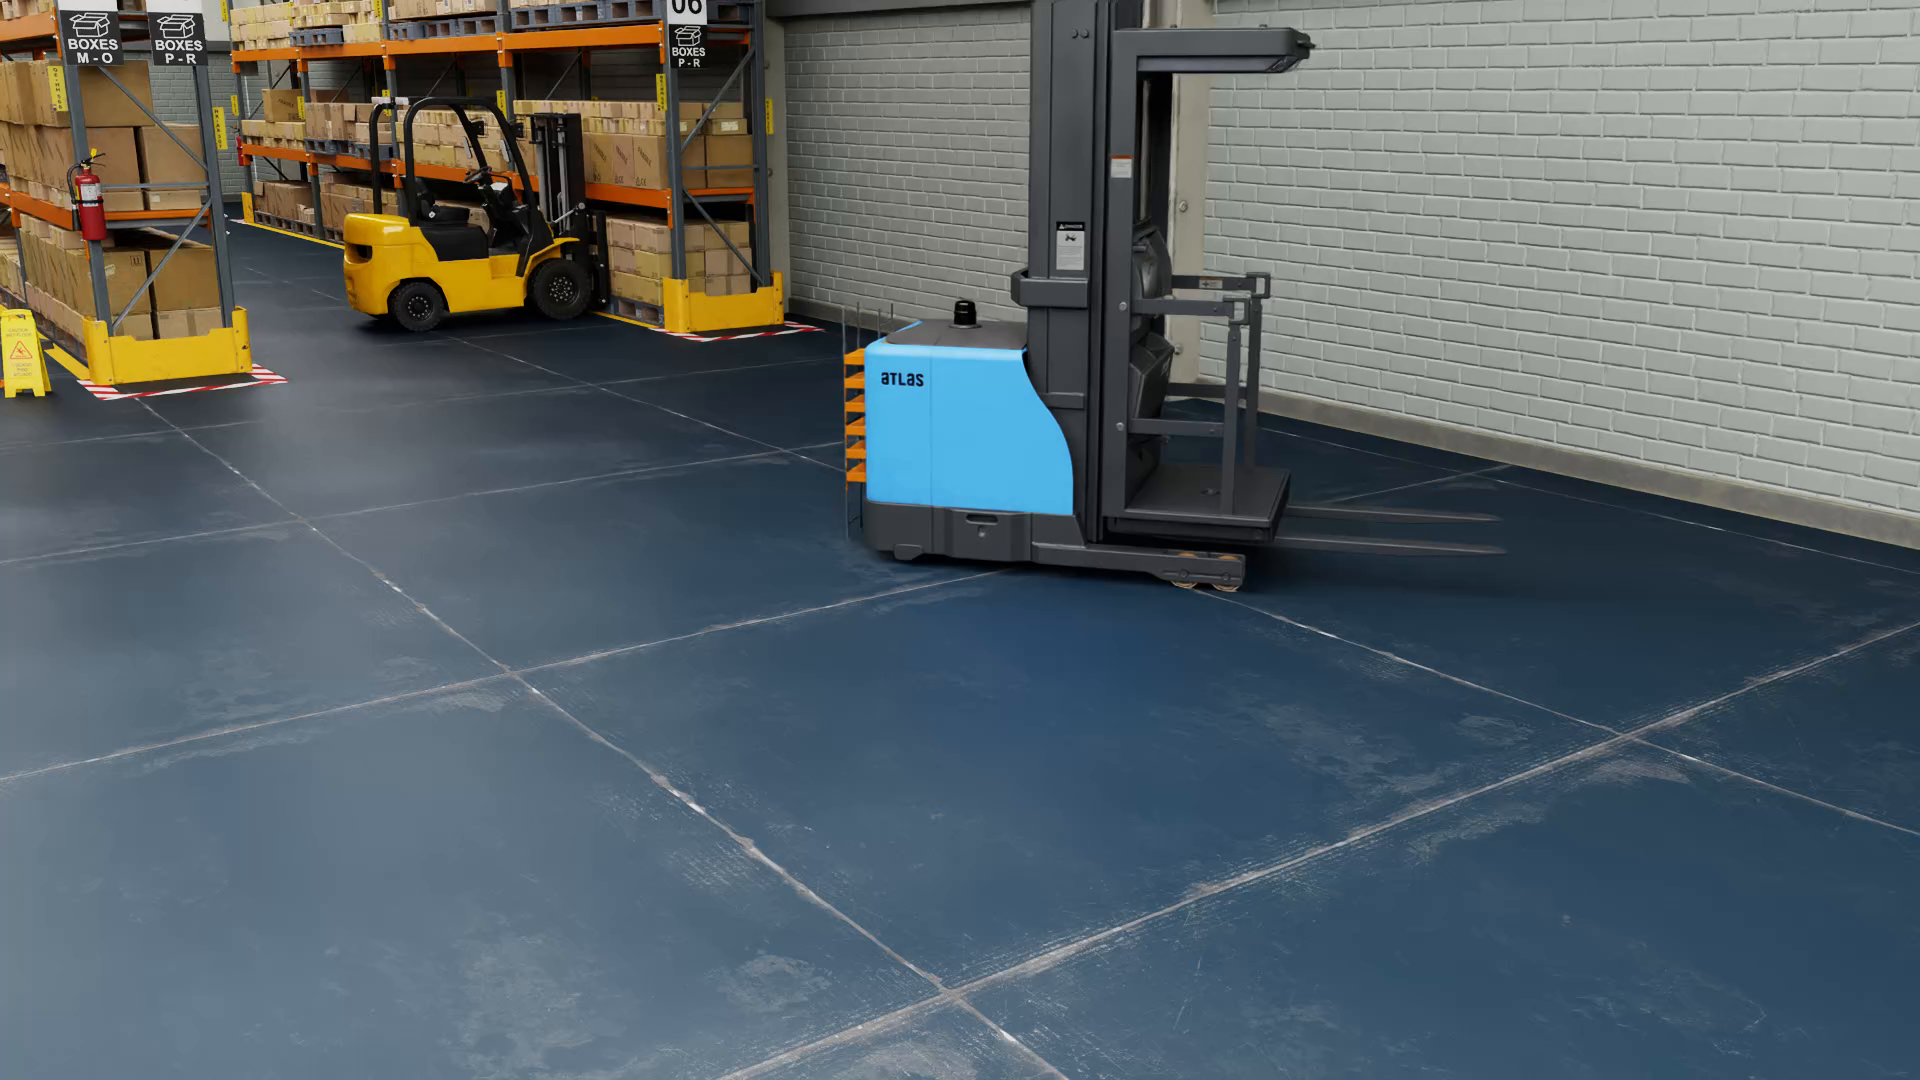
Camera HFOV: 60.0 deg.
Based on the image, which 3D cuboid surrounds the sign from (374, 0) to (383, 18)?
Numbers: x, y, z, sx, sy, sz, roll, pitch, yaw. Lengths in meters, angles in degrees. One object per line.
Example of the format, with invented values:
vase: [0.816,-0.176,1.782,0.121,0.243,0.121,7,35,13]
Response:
sign: [-7.440,-6.850,21.261,0.100,0.325,0.005,-11,19,-35]

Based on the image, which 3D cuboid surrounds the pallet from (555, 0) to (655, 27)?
pallet: [-3.413,-5.350,16.925,1.003,0.211,1.213,-11,19,-35]

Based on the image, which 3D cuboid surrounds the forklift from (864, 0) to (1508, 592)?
forklift: [1.102,-1.329,7.881,3.031,2.935,1.130,4,16,15]

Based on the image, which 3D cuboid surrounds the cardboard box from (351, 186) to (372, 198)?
cardboard box: [-8.538,-5.015,23.927,0.380,0.149,0.250,-10,18,-33]

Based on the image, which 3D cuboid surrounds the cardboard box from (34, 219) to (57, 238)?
cardboard box: [-8.043,-2.793,14.863,0.380,0.149,0.250,-10,18,-31]

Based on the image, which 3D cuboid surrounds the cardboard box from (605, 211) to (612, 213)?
cardboard box: [-4.023,-3.375,17.745,0.500,0.250,0.500,-10,18,-33]

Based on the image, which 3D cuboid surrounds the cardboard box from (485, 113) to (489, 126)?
cardboard box: [-5.296,-4.896,19.365,0.380,0.149,0.250,-11,19,-35]

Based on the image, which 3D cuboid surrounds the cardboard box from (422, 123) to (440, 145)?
cardboard box: [-6.350,-5.052,20.691,0.500,0.250,0.500,-11,19,-36]

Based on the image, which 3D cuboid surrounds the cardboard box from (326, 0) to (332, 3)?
cardboard box: [-9.117,-7.957,24.427,0.396,0.266,0.258,-11,19,-35]

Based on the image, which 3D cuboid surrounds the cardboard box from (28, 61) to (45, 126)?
cardboard box: [-7.078,-3.617,13.462,0.700,0.500,0.500,-11,19,-34]

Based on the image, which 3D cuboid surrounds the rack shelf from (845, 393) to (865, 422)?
rack shelf: [-0.460,-0.673,8.477,0.180,0.103,0.258,4,16,15]

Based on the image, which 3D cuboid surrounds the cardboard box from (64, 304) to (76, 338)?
cardboard box: [-7.300,-1.877,14.167,0.500,0.250,0.500,-11,19,-34]

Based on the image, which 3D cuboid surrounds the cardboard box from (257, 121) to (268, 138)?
cardboard box: [-11.058,-6.663,26.960,0.500,0.250,0.500,-11,19,-36]

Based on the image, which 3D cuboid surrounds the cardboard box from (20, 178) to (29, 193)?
cardboard box: [-8.545,-3.328,15.531,0.380,0.149,0.250,-10,18,-33]

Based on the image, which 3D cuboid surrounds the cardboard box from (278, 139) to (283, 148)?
cardboard box: [-10.637,-6.332,26.505,0.380,0.149,0.250,-11,19,-35]

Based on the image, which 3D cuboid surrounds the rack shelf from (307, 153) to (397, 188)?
rack shelf: [-8.176,-5.318,23.687,1.077,0.370,4.000,-11,19,-35]

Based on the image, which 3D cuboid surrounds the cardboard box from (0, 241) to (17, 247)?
cardboard box: [-10.249,-3.123,18.488,0.950,0.372,0.625,-11,19,-36]

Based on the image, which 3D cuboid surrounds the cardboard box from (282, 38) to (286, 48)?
cardboard box: [-10.095,-7.560,25.310,0.380,0.149,0.250,-10,18,-33]

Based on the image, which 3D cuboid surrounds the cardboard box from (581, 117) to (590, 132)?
cardboard box: [-3.781,-4.303,17.197,0.380,0.149,0.250,-11,19,-36]

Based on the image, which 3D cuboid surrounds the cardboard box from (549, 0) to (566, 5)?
cardboard box: [-4.021,-5.652,17.134,0.396,0.266,0.258,-11,19,-36]

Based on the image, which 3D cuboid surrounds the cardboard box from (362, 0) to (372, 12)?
cardboard box: [-7.708,-7.097,22.108,0.380,0.149,0.250,-12,19,-36]

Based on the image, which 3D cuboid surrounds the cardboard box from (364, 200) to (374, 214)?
cardboard box: [-8.018,-4.512,23.317,0.500,0.500,0.500,-10,18,-32]

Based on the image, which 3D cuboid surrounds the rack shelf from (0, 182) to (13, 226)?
rack shelf: [-9.837,-3.693,17.748,1.077,0.370,4.000,-11,19,-35]

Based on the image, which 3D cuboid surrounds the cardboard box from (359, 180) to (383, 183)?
cardboard box: [-8.903,-5.368,25.218,0.380,0.149,0.250,-12,19,-37]

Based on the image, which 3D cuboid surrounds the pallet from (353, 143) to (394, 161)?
pallet: [-7.456,-5.279,22.546,1.213,0.211,1.003,-11,19,-35]

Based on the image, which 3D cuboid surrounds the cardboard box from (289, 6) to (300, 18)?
cardboard box: [-9.531,-7.680,24.200,0.380,0.149,0.250,-10,18,-33]

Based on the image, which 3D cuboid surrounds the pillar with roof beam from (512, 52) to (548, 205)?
pillar with roof beam: [-8.987,-7.325,18.292,9.100,9.000,0.400,-11,19,-35]

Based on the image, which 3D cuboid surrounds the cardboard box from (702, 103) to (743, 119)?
cardboard box: [-2.321,-4.139,16.035,0.380,0.149,0.250,-11,19,-36]

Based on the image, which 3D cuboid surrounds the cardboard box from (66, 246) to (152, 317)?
cardboard box: [-6.991,-2.127,13.658,0.500,0.500,0.500,-11,19,-34]

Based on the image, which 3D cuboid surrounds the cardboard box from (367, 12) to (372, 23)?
cardboard box: [-7.674,-6.961,22.176,0.380,0.149,0.250,-10,18,-33]

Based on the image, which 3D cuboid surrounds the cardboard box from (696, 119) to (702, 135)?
cardboard box: [-2.483,-4.046,16.260,0.380,0.149,0.250,-11,19,-35]

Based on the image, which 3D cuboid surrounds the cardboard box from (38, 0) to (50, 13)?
cardboard box: [-6.918,-4.165,12.905,0.380,0.149,0.250,-11,19,-34]

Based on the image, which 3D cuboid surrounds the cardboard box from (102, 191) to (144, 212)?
cardboard box: [-6.702,-2.684,13.176,0.380,0.149,0.250,-10,18,-33]

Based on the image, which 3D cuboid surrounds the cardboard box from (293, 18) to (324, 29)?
cardboard box: [-9.498,-7.543,24.262,0.380,0.149,0.250,-11,19,-34]

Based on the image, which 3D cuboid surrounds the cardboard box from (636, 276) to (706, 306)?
cardboard box: [-2.828,-2.457,16.285,0.500,0.250,0.500,-11,19,-34]

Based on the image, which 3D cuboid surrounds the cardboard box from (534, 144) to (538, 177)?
cardboard box: [-4.279,-4.188,18.007,0.500,0.500,0.500,-10,18,-34]

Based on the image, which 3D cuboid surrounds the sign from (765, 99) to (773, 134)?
sign: [-1.844,-4.070,15.976,0.100,0.325,0.005,-11,19,-35]

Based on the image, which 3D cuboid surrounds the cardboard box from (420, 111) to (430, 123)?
cardboard box: [-6.557,-5.324,20.927,0.380,0.149,0.250,-11,19,-34]

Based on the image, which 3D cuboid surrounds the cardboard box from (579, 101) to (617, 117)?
cardboard box: [-3.718,-4.461,17.211,0.380,0.149,0.250,-11,19,-34]

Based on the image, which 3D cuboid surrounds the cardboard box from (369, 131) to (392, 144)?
cardboard box: [-7.697,-5.400,22.304,0.380,0.149,0.250,-10,18,-34]

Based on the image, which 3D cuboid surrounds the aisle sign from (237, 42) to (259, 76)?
aisle sign: [-11.982,-8.169,27.817,0.394,0.787,0.004,-11,19,-35]

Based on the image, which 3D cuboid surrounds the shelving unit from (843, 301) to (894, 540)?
shelving unit: [-0.460,-0.600,8.497,0.189,1.200,0.258,4,16,15]

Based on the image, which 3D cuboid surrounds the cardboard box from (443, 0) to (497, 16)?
cardboard box: [-5.722,-6.319,19.483,0.500,0.311,0.500,-12,19,-36]

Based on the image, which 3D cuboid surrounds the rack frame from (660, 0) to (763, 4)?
rack frame: [-2.296,-6.423,14.998,1.000,3.000,0.127,-11,19,-35]

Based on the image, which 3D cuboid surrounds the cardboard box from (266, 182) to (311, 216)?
cardboard box: [-10.950,-5.609,27.328,0.700,0.500,0.500,-10,18,-32]

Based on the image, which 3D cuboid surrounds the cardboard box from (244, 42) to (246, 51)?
cardboard box: [-11.529,-8.116,27.340,0.380,0.149,0.250,-10,18,-34]

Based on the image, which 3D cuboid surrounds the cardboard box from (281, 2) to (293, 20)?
cardboard box: [-9.844,-7.922,24.928,0.500,0.250,0.500,-11,19,-34]

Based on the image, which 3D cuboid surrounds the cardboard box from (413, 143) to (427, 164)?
cardboard box: [-6.645,-4.925,21.172,0.500,0.250,0.500,-11,19,-36]

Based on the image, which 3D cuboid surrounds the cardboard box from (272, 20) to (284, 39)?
cardboard box: [-10.152,-7.784,25.371,0.500,0.250,0.500,-12,19,-36]

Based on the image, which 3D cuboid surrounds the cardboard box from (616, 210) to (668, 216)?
cardboard box: [-3.304,-3.345,17.636,0.500,0.250,0.500,-11,19,-36]

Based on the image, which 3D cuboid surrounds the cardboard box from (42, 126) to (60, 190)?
cardboard box: [-7.142,-3.131,13.580,0.500,0.500,0.500,-11,19,-34]

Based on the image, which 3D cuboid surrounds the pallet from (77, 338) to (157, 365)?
pallet: [-6.803,-1.609,14.054,1.003,0.211,1.213,-11,19,-35]
